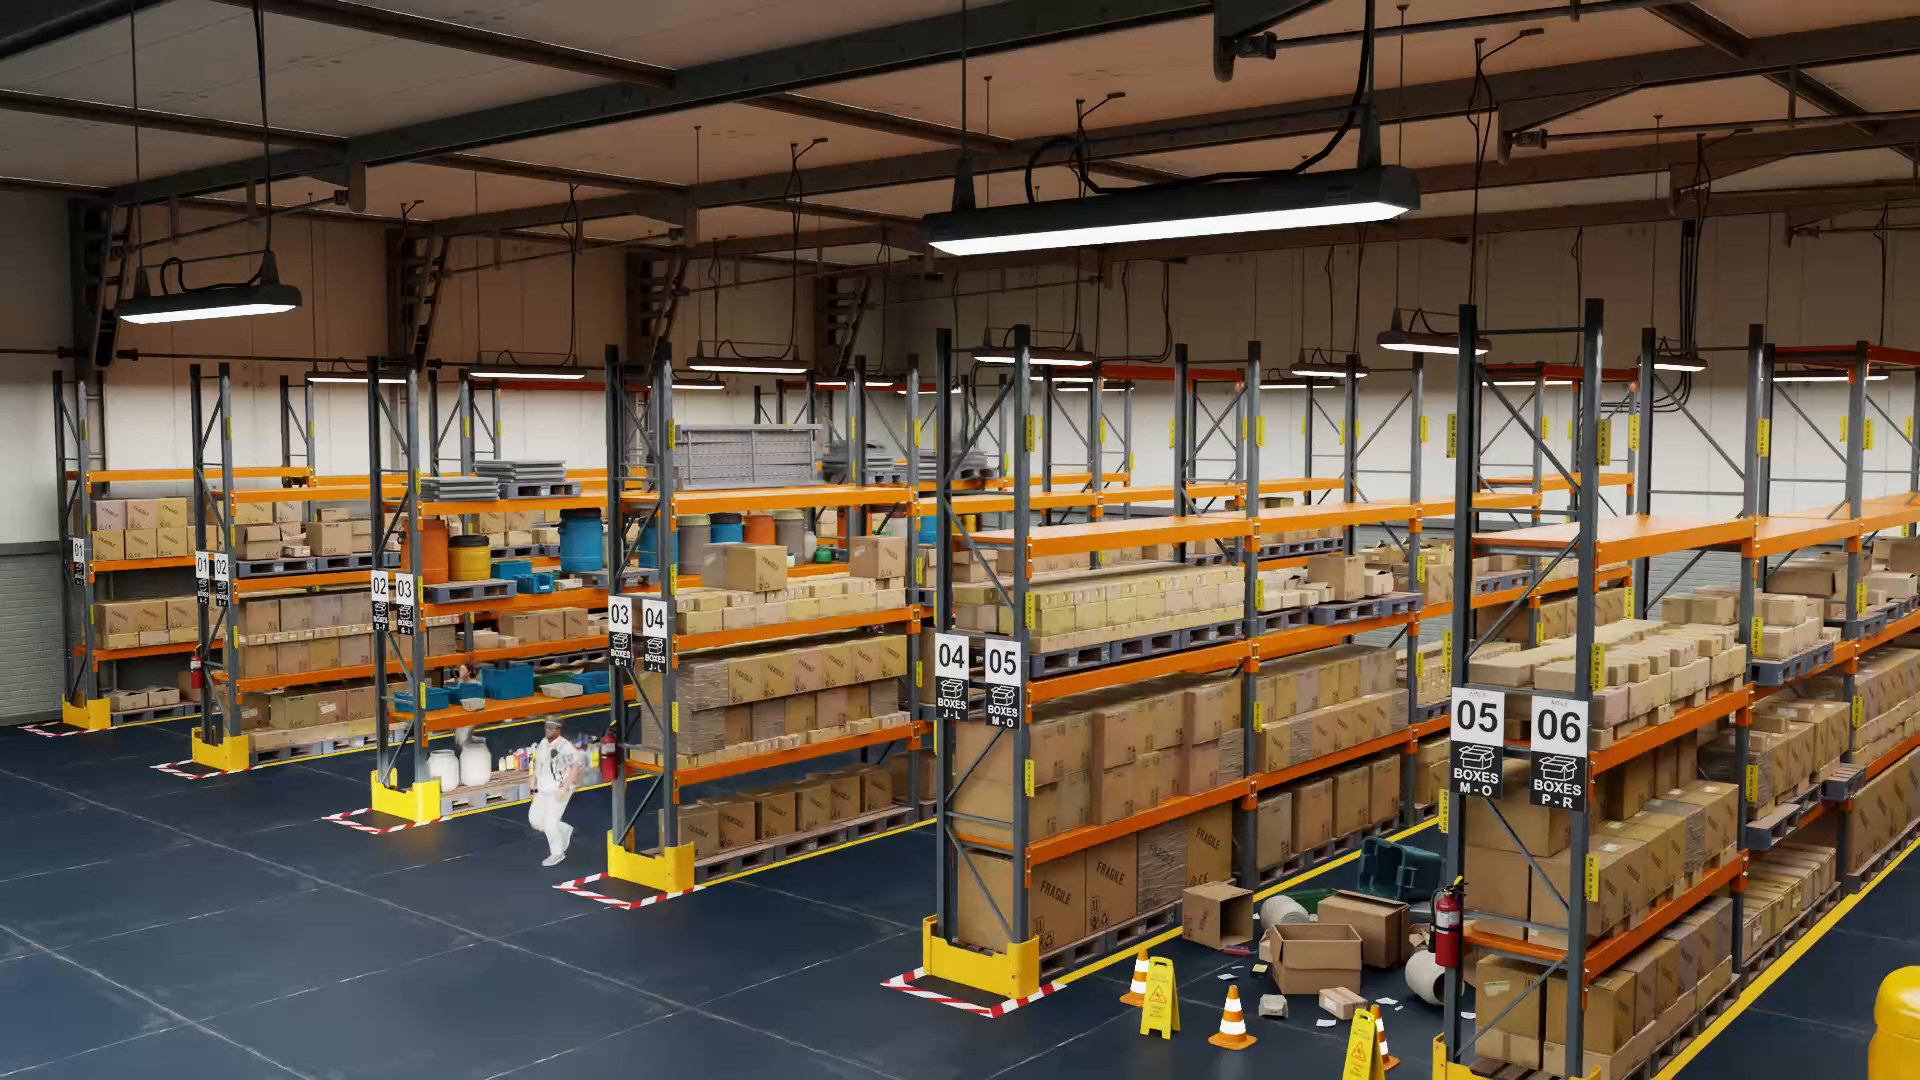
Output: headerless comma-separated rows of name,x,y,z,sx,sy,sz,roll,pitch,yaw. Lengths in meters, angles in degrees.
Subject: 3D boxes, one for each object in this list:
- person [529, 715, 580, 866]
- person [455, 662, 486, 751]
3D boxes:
person,-4.745,2.902,19.454,0.695,1.752,0.549,3,5,40
person,-7.198,2.589,24.566,0.550,1.621,0.609,2,5,30
